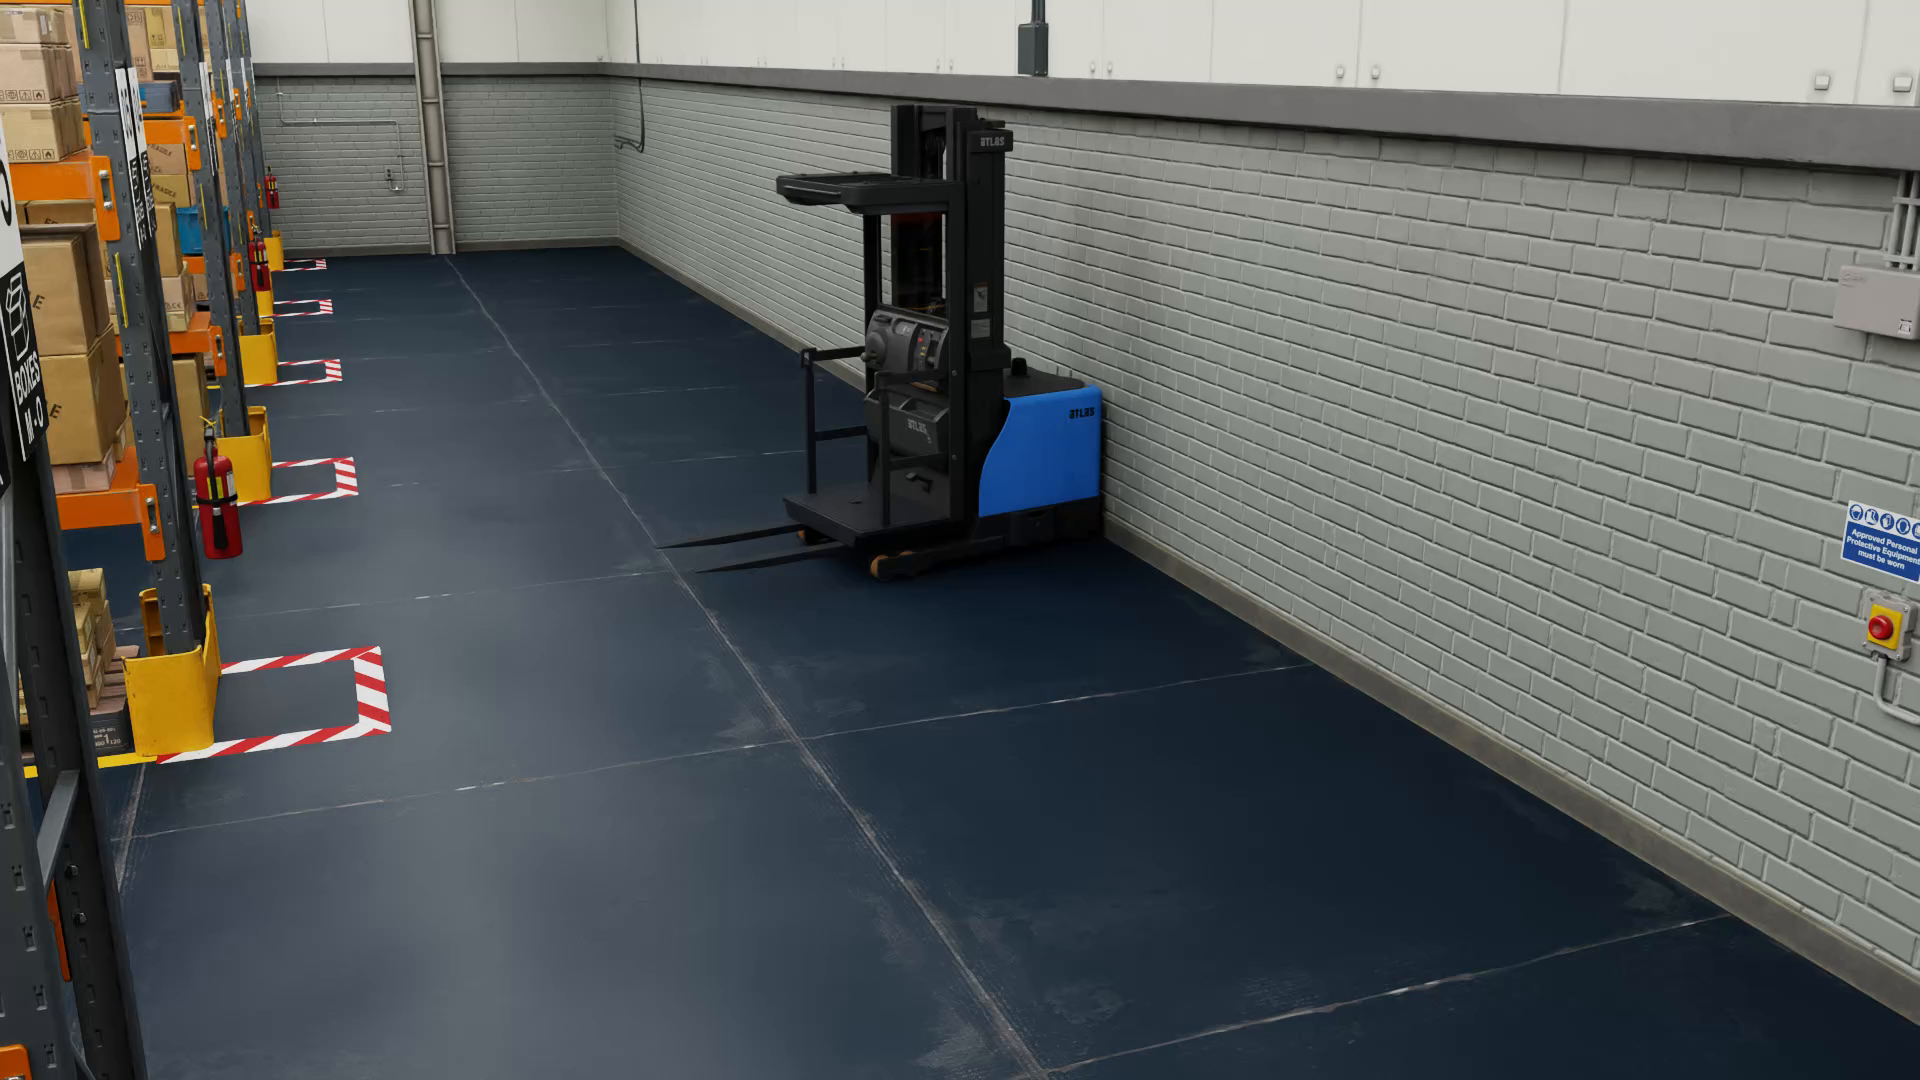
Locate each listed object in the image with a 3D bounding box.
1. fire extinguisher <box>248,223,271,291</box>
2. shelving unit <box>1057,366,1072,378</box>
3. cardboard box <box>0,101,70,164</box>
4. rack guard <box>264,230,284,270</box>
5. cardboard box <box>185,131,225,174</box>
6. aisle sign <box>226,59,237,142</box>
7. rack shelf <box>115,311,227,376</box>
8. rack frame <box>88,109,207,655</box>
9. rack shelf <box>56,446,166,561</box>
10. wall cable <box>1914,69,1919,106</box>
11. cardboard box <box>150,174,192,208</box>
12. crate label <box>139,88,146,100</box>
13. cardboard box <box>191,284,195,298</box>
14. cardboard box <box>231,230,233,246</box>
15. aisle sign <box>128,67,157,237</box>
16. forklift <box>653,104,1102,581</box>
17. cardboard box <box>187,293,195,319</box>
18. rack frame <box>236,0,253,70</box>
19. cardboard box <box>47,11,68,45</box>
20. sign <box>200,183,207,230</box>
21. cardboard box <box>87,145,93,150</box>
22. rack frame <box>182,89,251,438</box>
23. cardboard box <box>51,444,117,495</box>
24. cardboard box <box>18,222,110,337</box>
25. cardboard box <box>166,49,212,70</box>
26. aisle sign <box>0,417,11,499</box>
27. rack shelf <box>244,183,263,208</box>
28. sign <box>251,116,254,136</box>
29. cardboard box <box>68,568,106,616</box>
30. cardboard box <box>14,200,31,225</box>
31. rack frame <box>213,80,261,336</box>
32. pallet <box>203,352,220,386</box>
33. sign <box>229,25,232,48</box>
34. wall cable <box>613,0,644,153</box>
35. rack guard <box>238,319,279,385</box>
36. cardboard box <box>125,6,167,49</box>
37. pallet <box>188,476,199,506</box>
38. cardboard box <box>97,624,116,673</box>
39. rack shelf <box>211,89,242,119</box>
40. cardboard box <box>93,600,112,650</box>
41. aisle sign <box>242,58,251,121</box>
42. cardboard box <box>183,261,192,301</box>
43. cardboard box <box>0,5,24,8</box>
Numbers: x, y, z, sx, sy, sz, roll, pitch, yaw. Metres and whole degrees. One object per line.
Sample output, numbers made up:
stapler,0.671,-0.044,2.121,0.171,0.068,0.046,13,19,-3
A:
fire extinguisher,-7.101,-2.862,16.820,0.183,0.674,0.296,-6,17,-20
shelving unit,0.798,-0.628,11.838,0.189,1.200,0.258,-3,14,-21
cardboard box,-4.282,-1.816,7.401,0.500,0.250,0.500,-7,18,-21
rack guard,-10.927,-4.592,26.349,0.348,0.500,1.175,-6,17,-20
cardboard box,-9.490,-4.897,20.997,0.500,0.500,0.500,-6,18,-21
aisle sign,-7.232,-4.360,16.508,0.004,0.787,0.394,-6,17,-20
rack shelf,-7.499,-1.333,12.089,4.000,0.370,1.077,-6,17,-20
rack frame,-3.951,-0.564,8.196,0.127,3.000,1.000,-6,17,-20
rack shelf,-5.819,-0.017,7.611,4.000,0.370,1.077,-6,17,-20
wall cable,3.125,-2.798,5.156,0.029,3.000,0.463,-6,17,-20
cardboard box,-9.977,-4.364,20.958,0.500,0.500,0.500,-6,17,-20
crate label,-8.381,-4.542,16.683,0.502,0.251,0.408,-6,17,-20
cardboard box,-10.003,-3.201,21.423,0.250,0.166,0.380,-6,17,-20
cardboard box,-11.567,-4.694,25.951,0.500,0.500,0.700,-6,17,-20
aisle sign,-3.991,-1.898,8.123,0.004,0.787,0.394,-6,17,-20
forklift,-0.526,-1.309,10.855,3.031,2.935,1.130,-10,19,-32
cardboard box,-6.081,-1.810,12.884,0.250,0.149,0.380,-6,17,-19
rack frame,-10.949,-8.668,25.143,0.127,3.000,1.000,-6,17,-20
cardboard box,-4.335,-2.390,7.761,0.250,0.149,0.380,-6,18,-21
sign,-5.451,-2.404,11.987,0.005,0.325,0.100,-6,17,-20
cardboard box,-10.924,-4.740,20.465,0.500,0.500,0.500,-6,17,-18
rack frame,-5.632,-1.879,12.674,0.127,3.000,1.000,-6,17,-20
cardboard box,-4.155,-0.336,7.866,0.250,0.149,0.380,-6,17,-20
cardboard box,-4.466,-1.259,8.083,0.500,0.500,0.500,-6,17,-20
cardboard box,-9.562,-5.974,20.675,0.500,0.250,0.500,-6,17,-20
aisle sign,-1.908,-0.445,3.176,0.004,0.787,0.394,-6,17,-20
rack shelf,-12.817,-5.242,25.403,4.000,0.370,1.077,-6,17,-20
sign,-10.768,-6.314,25.301,0.005,0.325,0.100,-6,17,-20
cardboard box,-4.562,0.280,8.579,0.250,0.149,0.380,-7,18,-23
cardboard box,-7.125,-2.228,12.270,0.500,0.500,0.500,-7,18,-22
rack frame,-7.404,-3.183,17.112,0.127,3.000,1.000,-6,17,-20
pallet,-8.188,-1.772,17.257,1.213,0.211,1.003,-6,17,-20
sign,-8.993,-6.202,20.500,0.005,0.325,0.100,-6,17,-20
wall cable,-5.540,-7.654,27.202,0.112,2.526,3.097,-6,17,-20
rack guard,-7.386,-1.989,17.484,0.348,0.500,1.175,-6,17,-20
cardboard box,-10.144,-6.369,20.687,0.500,0.500,0.700,-6,17,-20
pallet,-6.351,-0.440,12.723,1.213,0.211,1.003,-6,17,-20
cardboard box,-4.555,0.571,8.645,0.250,0.149,0.380,-6,17,-19
rack shelf,-11.041,-5.379,20.543,4.000,0.370,1.077,-6,17,-20
cardboard box,-4.533,0.445,8.547,0.250,0.149,0.380,-5,17,-18
aisle sign,-9.214,-5.818,21.472,0.004,0.787,0.394,-6,17,-20
cardboard box,-6.177,-1.973,12.731,0.500,0.250,0.500,-7,18,-22
cardboard box,-11.486,-6.174,20.023,0.500,0.500,0.700,-6,17,-20
